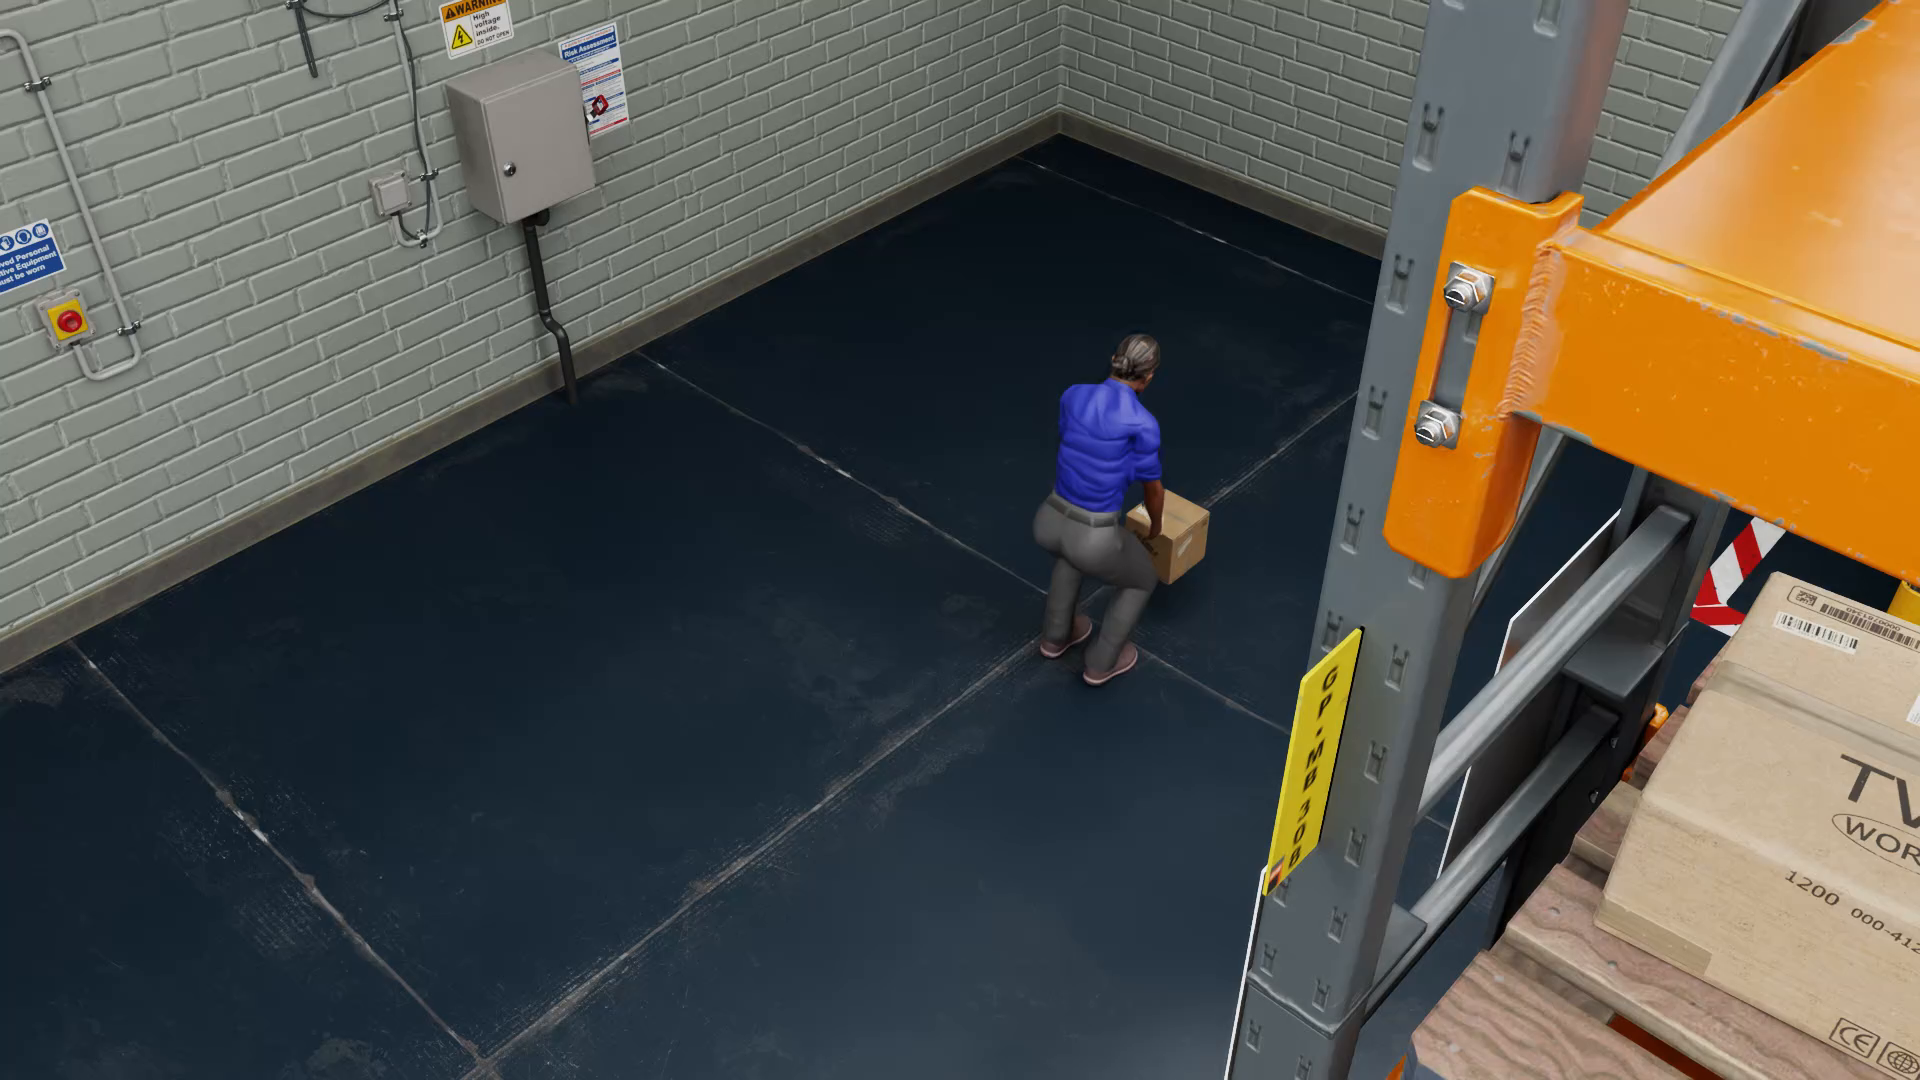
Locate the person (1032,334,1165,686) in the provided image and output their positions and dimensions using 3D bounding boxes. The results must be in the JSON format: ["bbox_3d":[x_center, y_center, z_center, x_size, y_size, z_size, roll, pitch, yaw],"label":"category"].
[{"bbox_3d":[0.529,-0.104,6.484,0.494,1.417,0.597,31,48,32],"label":"person"}]
